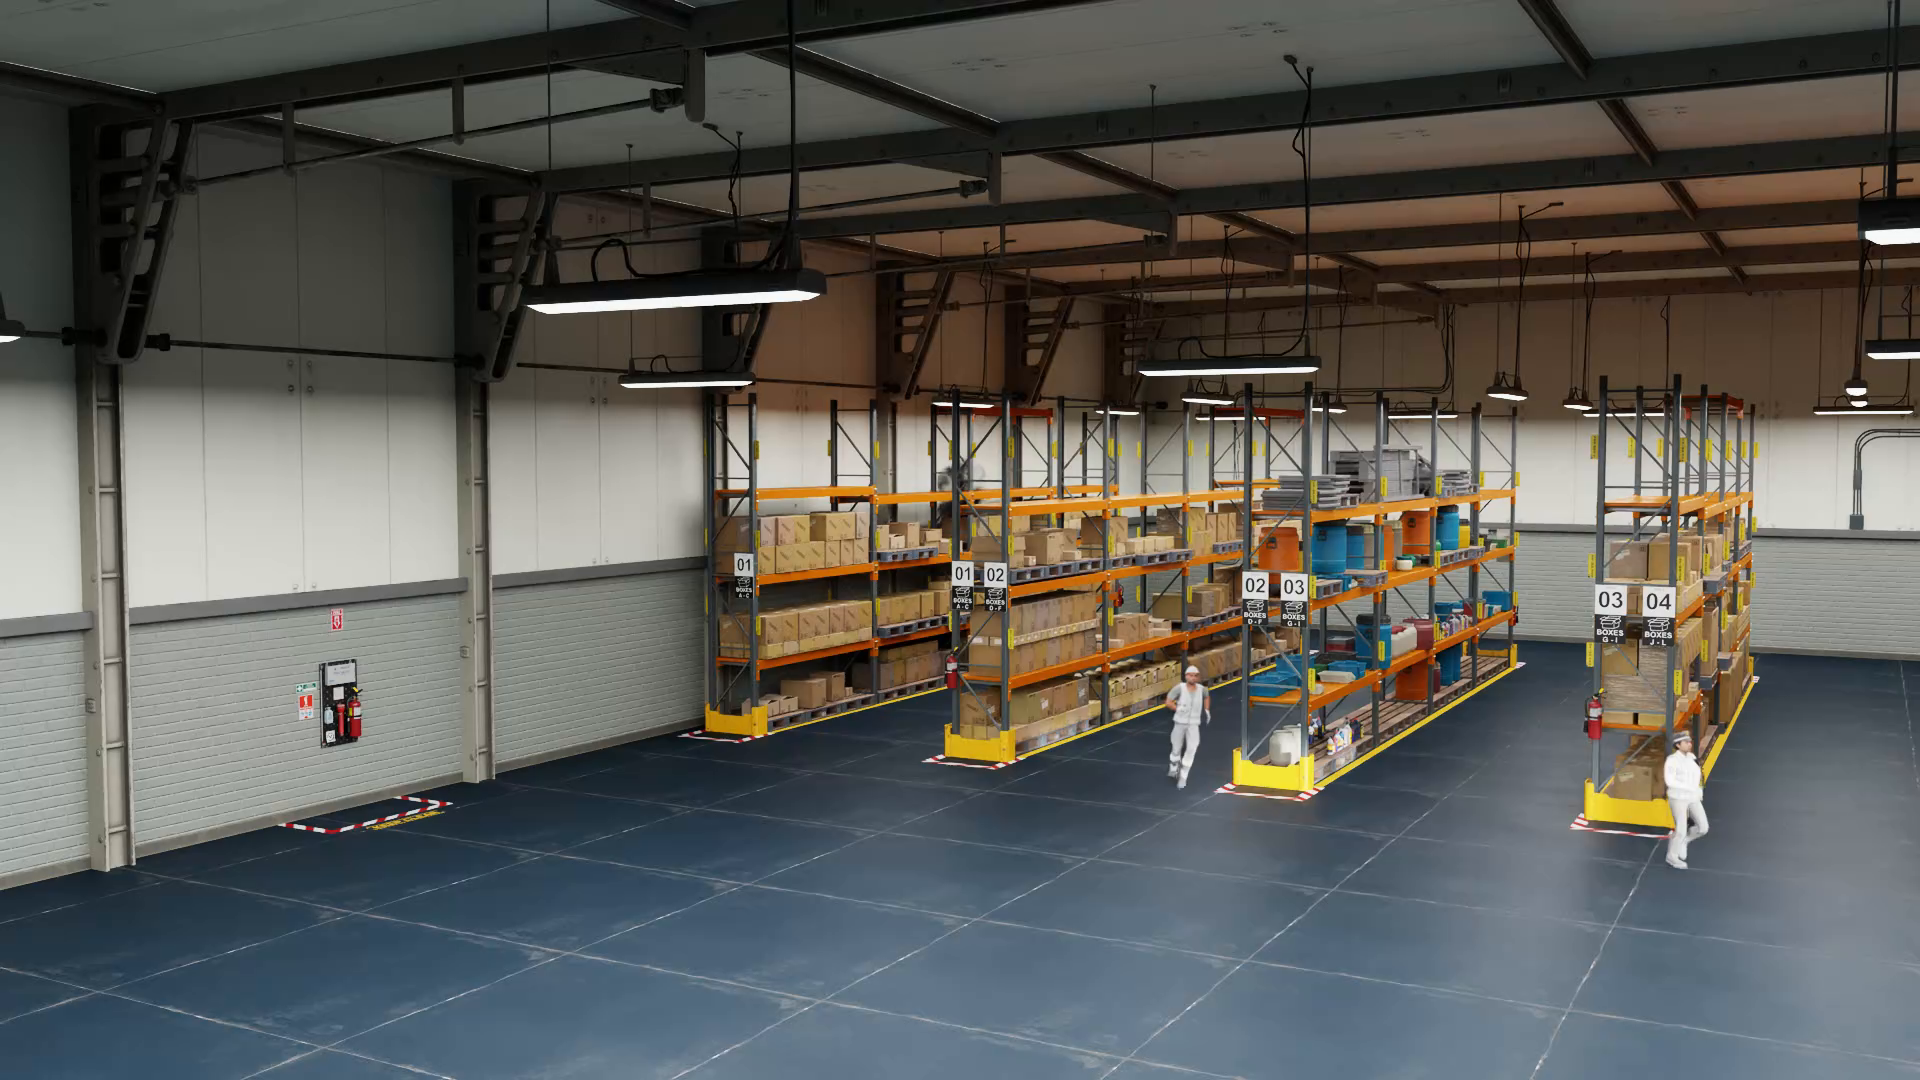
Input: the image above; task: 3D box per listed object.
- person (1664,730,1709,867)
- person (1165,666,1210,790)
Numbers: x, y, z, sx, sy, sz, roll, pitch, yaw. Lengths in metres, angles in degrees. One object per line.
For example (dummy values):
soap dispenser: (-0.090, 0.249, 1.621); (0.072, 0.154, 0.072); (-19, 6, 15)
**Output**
person: (8.692, 3.096, 19.862); (0.599, 1.659, 0.558); (-1, 3, -23)
person: (3.406, 2.776, 24.879); (0.701, 1.819, 0.791); (0, 3, 0)
